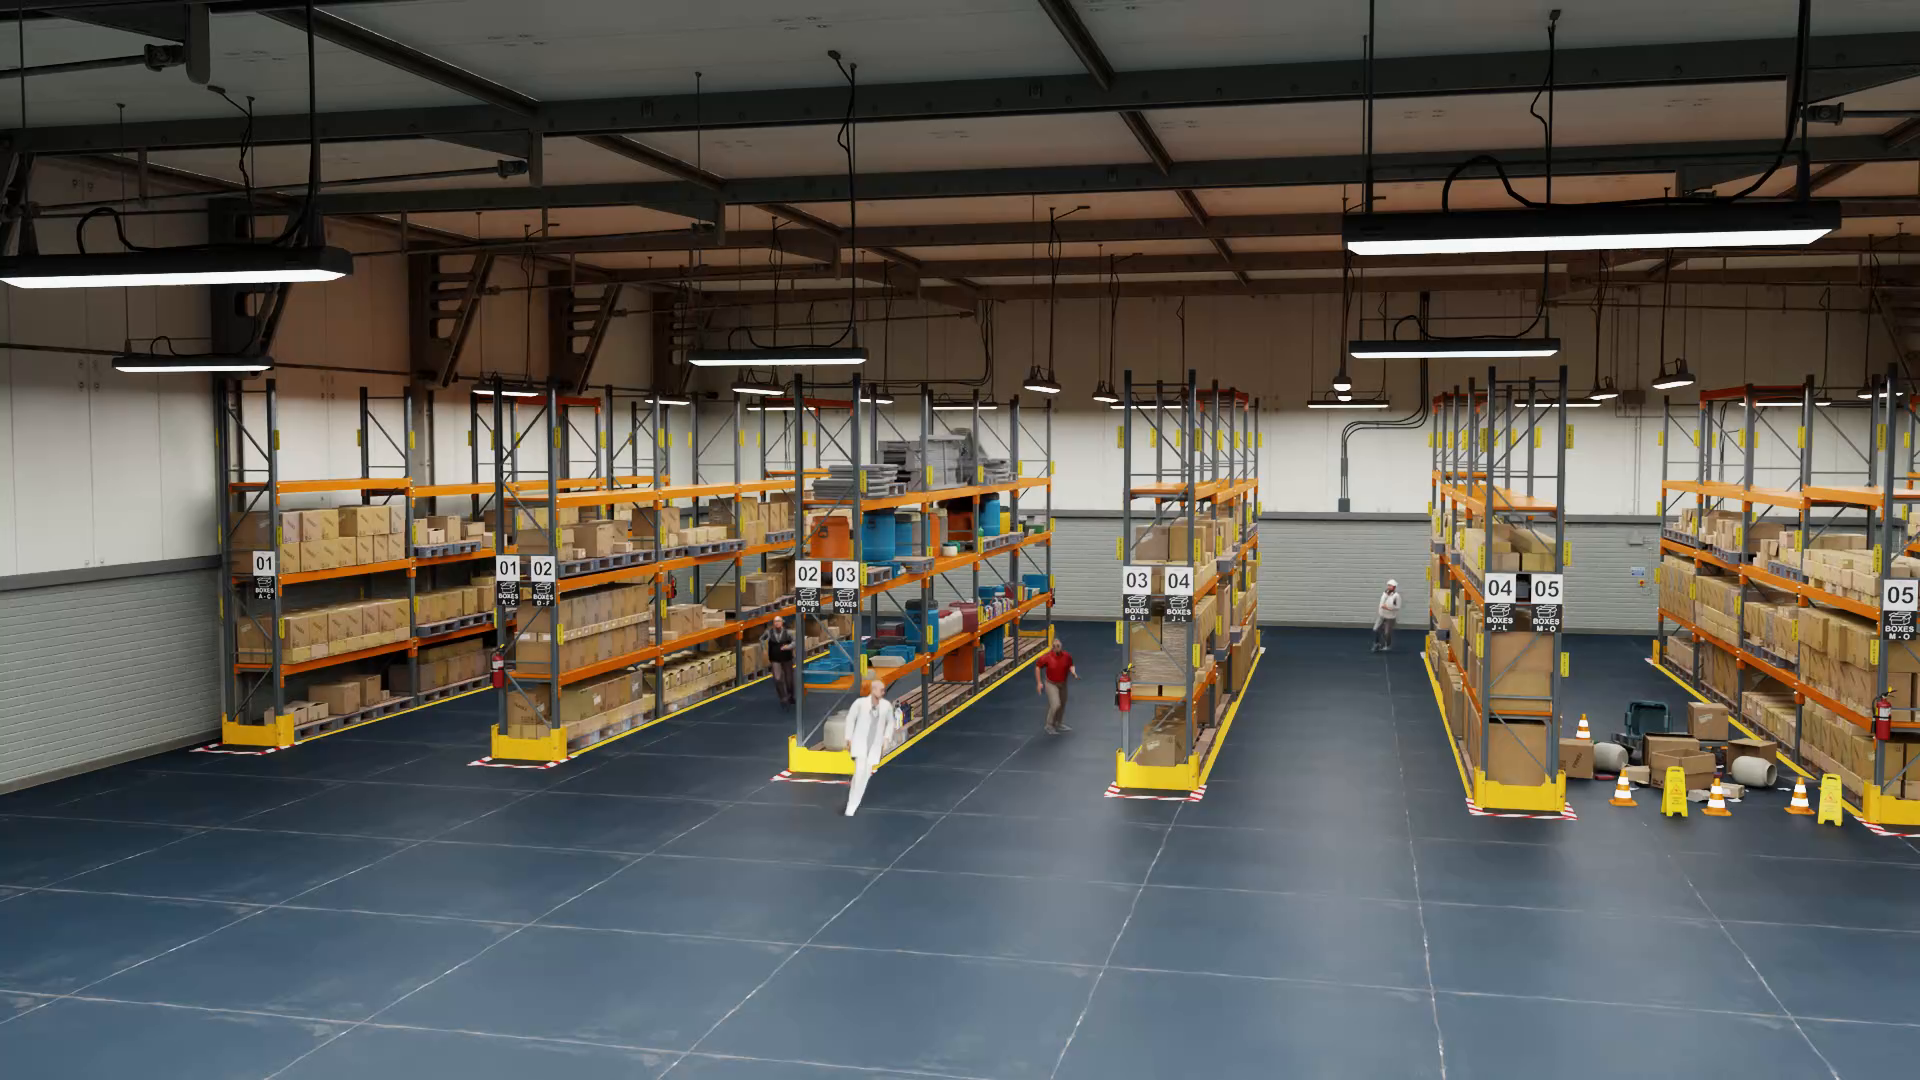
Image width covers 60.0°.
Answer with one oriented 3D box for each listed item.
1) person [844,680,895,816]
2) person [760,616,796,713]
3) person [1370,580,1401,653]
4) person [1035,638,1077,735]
[{"bbox_3d":[-1.239,2.767,22.399,0.775,1.754,0.667,-1,4,-19],"label":"person"},{"bbox_3d":[-3.365,2.292,30.923,0.718,1.765,0.799,0,3,-6],"label":"person"},{"bbox_3d":[10.056,1.803,39.054,0.747,1.760,0.687,3,5,43],"label":"person"},{"bbox_3d":[1.684,2.512,28.358,0.688,1.701,0.824,-2,4,-33],"label":"person"}]
